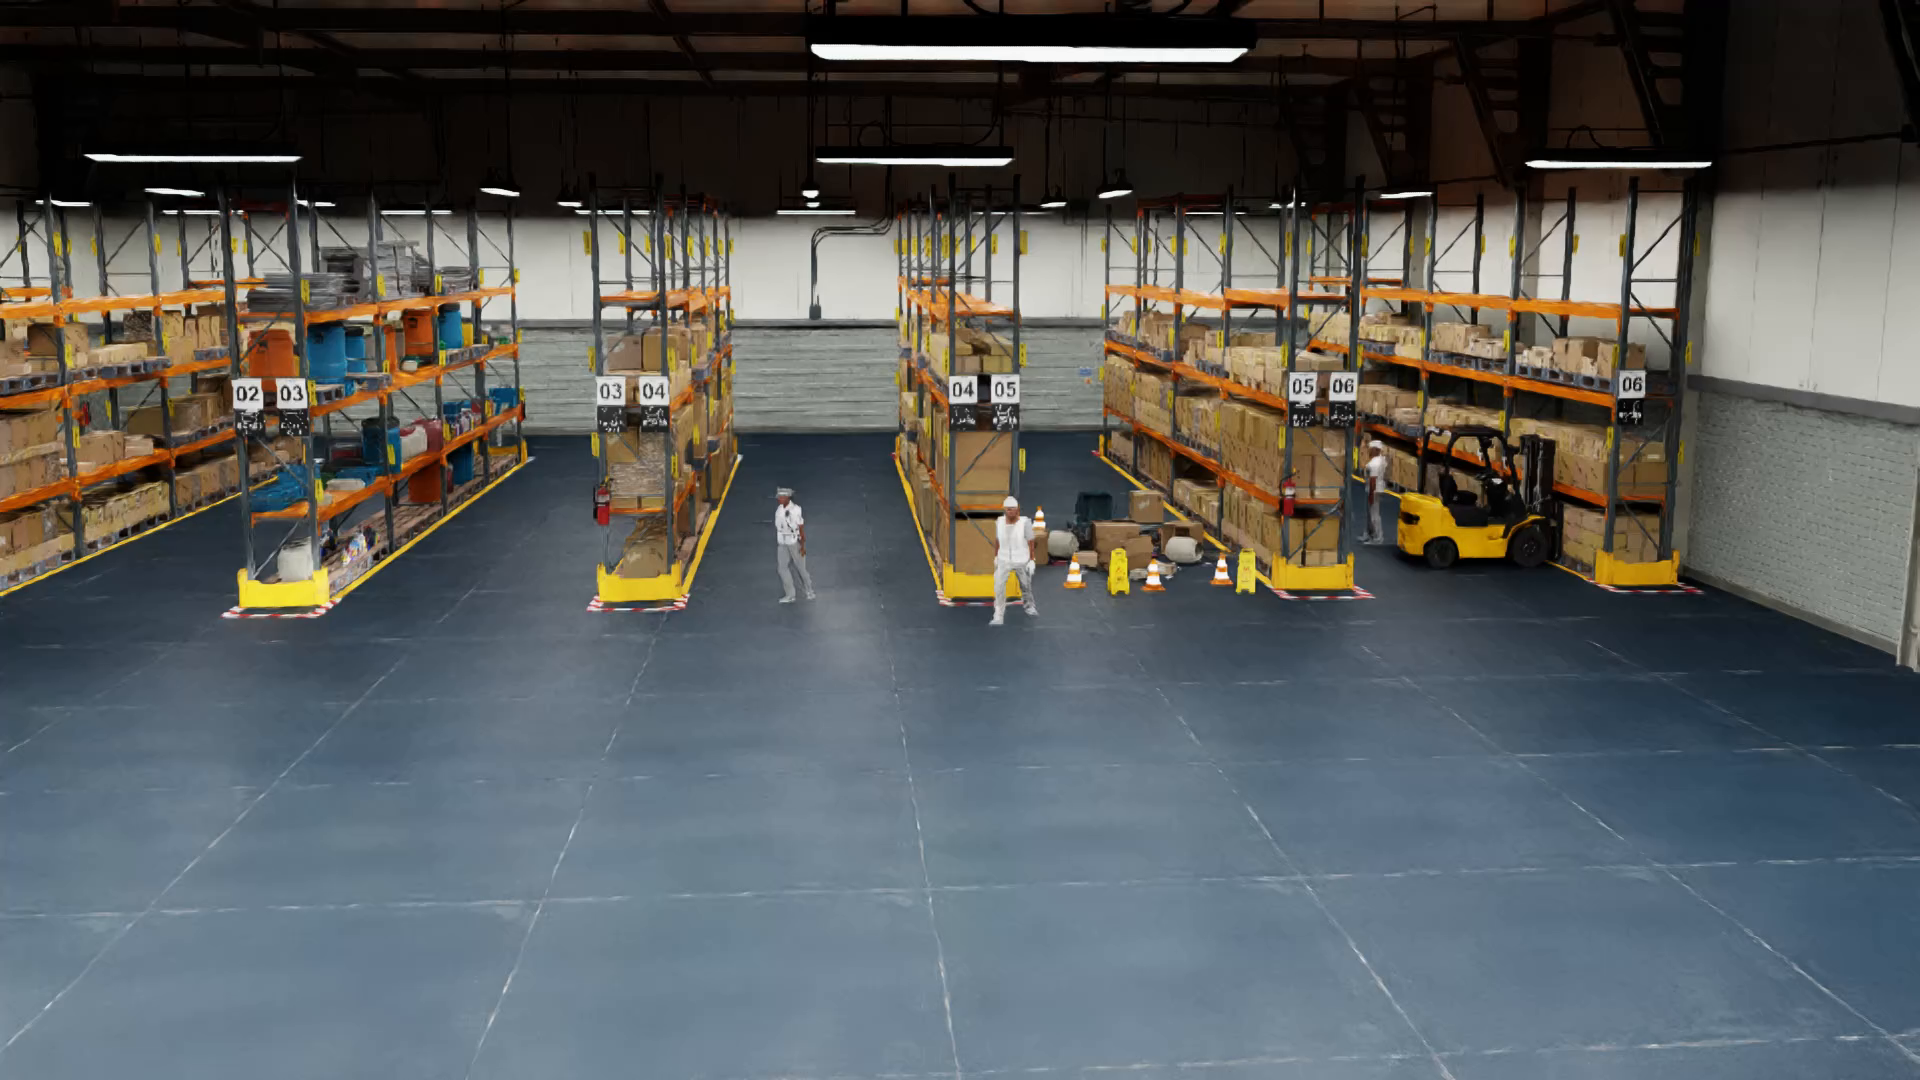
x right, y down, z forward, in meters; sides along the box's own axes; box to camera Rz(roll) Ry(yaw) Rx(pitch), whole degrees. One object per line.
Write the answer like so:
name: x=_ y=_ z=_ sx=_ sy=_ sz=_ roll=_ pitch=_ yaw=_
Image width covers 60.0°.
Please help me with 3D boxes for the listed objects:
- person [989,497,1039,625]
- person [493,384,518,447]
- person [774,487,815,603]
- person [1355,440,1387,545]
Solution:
person: x=0.725 y=0.258 z=22.308 sx=0.607 sy=1.730 sz=0.984 roll=3 pitch=10 yaw=16
person: x=-11.318 y=-3.109 z=41.642 sx=0.519 sy=1.616 sz=0.939 roll=3 pitch=10 yaw=16
person: x=-2.351 y=0.047 z=23.694 sx=0.510 sy=1.660 sz=0.550 roll=6 pitch=12 yaw=31
person: x=6.964 y=-0.817 z=28.164 sx=0.497 sy=1.765 sz=0.625 roll=5 pitch=11 yaw=25
